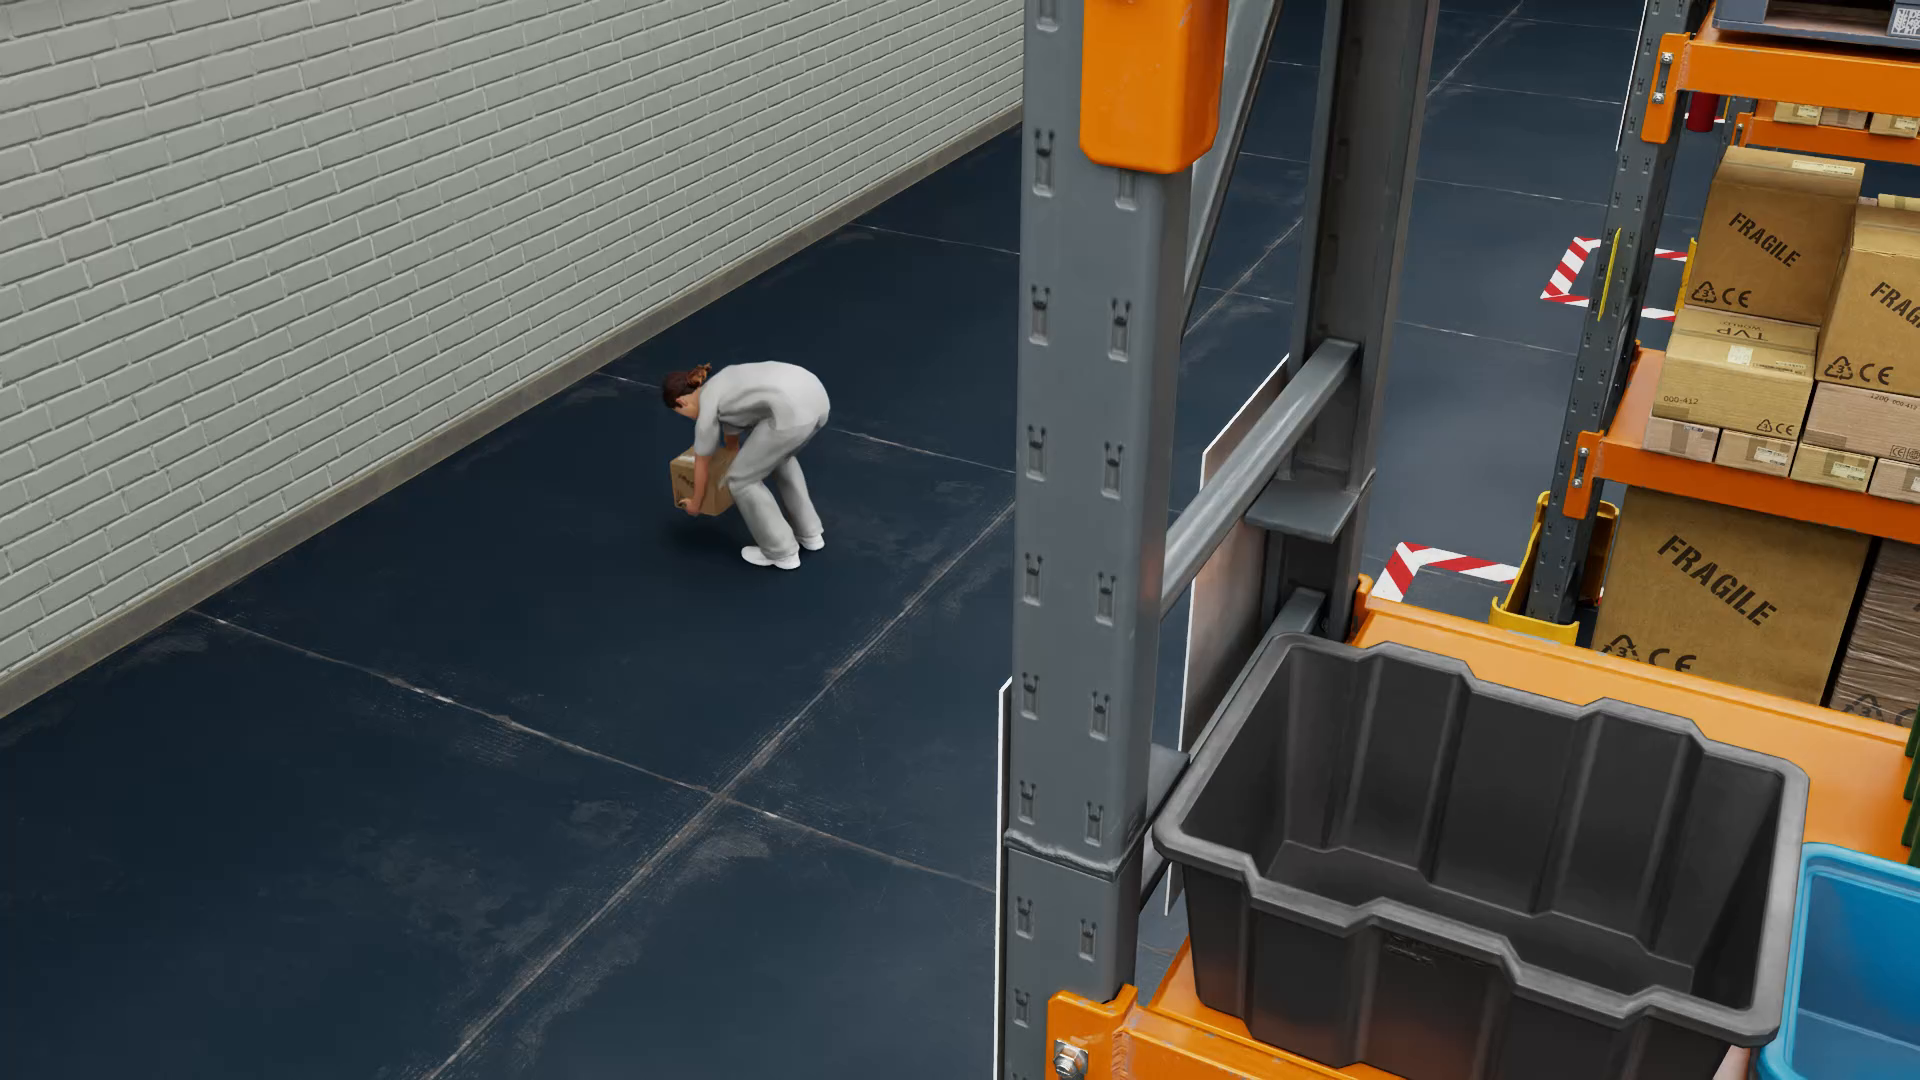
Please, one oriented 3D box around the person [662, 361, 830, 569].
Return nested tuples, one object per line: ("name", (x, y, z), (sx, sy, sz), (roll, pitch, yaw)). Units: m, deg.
("person", (-1.033, -0.404, 8.012), (0.864, 0.986, 0.452), (13, 33, 21))
